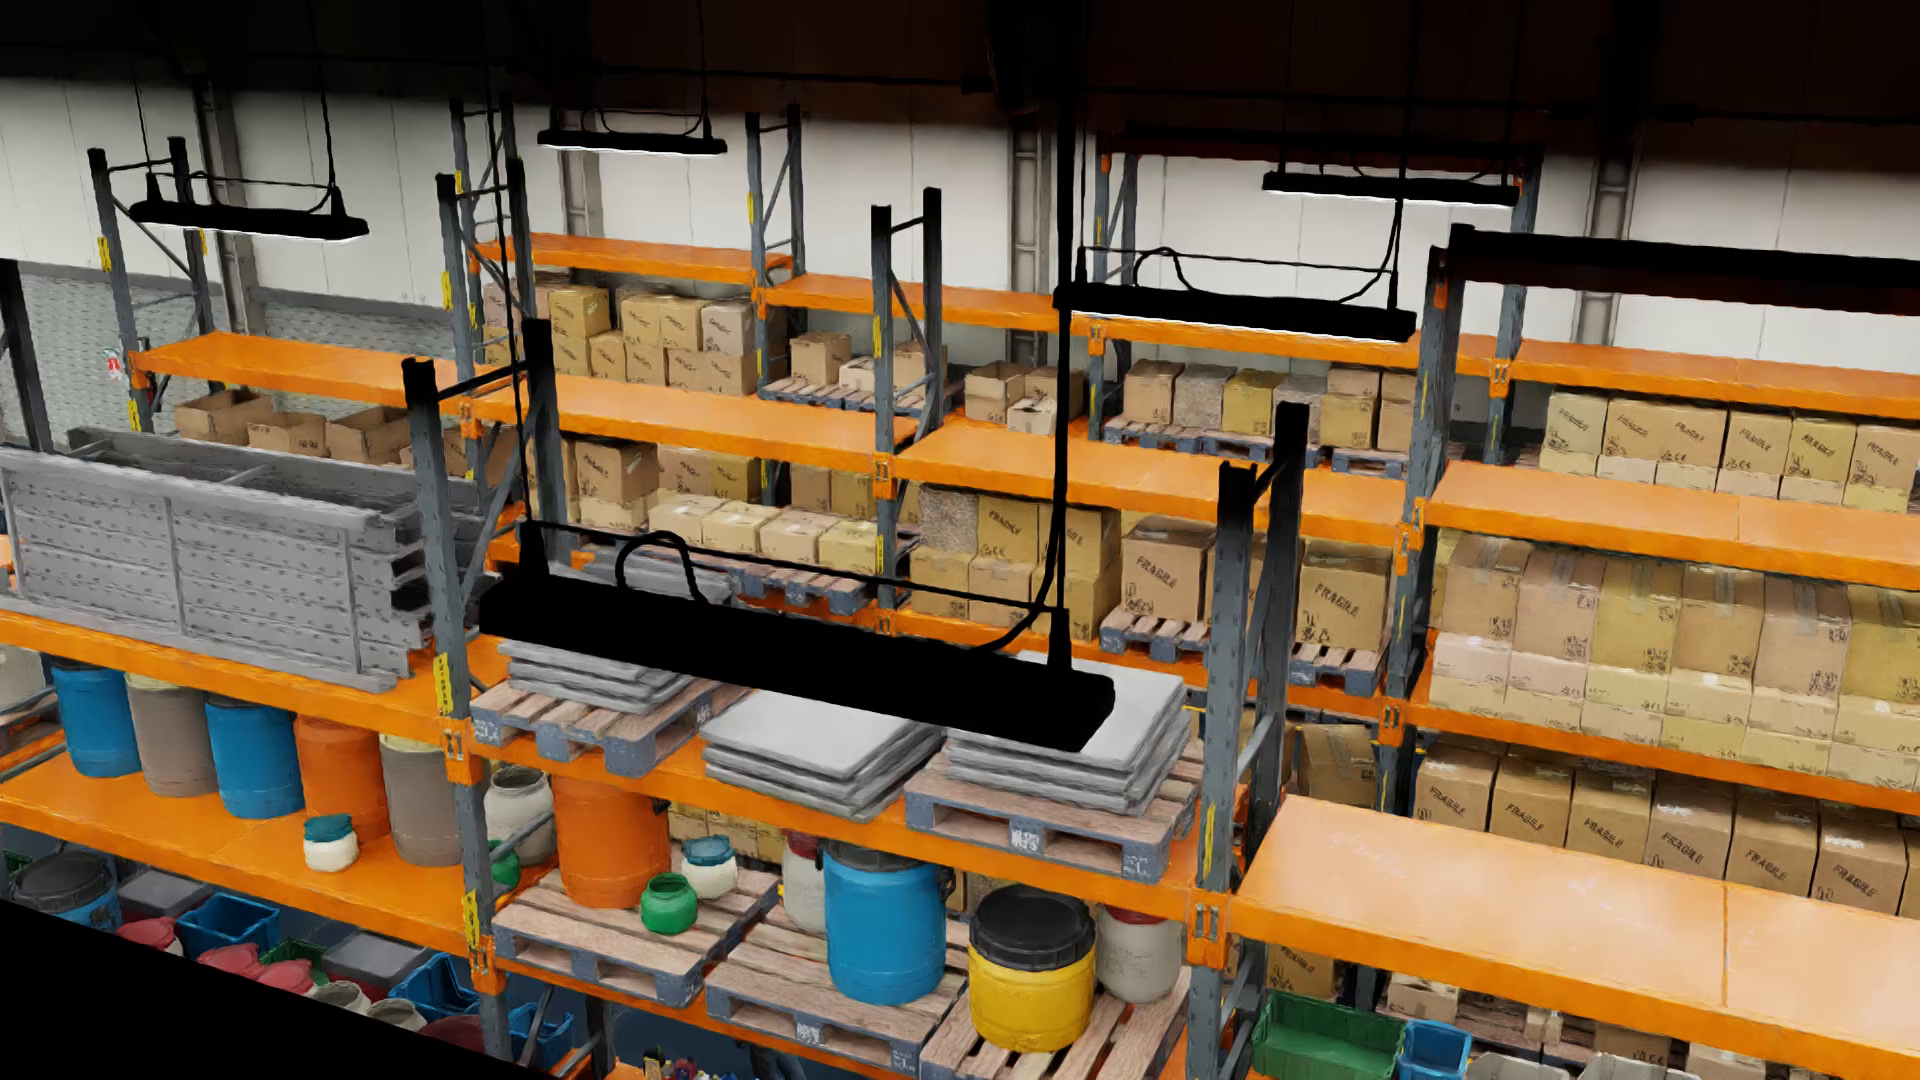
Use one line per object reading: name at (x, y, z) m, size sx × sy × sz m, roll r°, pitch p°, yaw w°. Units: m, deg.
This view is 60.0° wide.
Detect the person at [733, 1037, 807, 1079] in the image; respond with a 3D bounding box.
person at (-1.327, 3.286, 11.520) m, size 0.578 × 1.714 × 0.719 m, roll 8°, pitch 22°, yaw 21°
